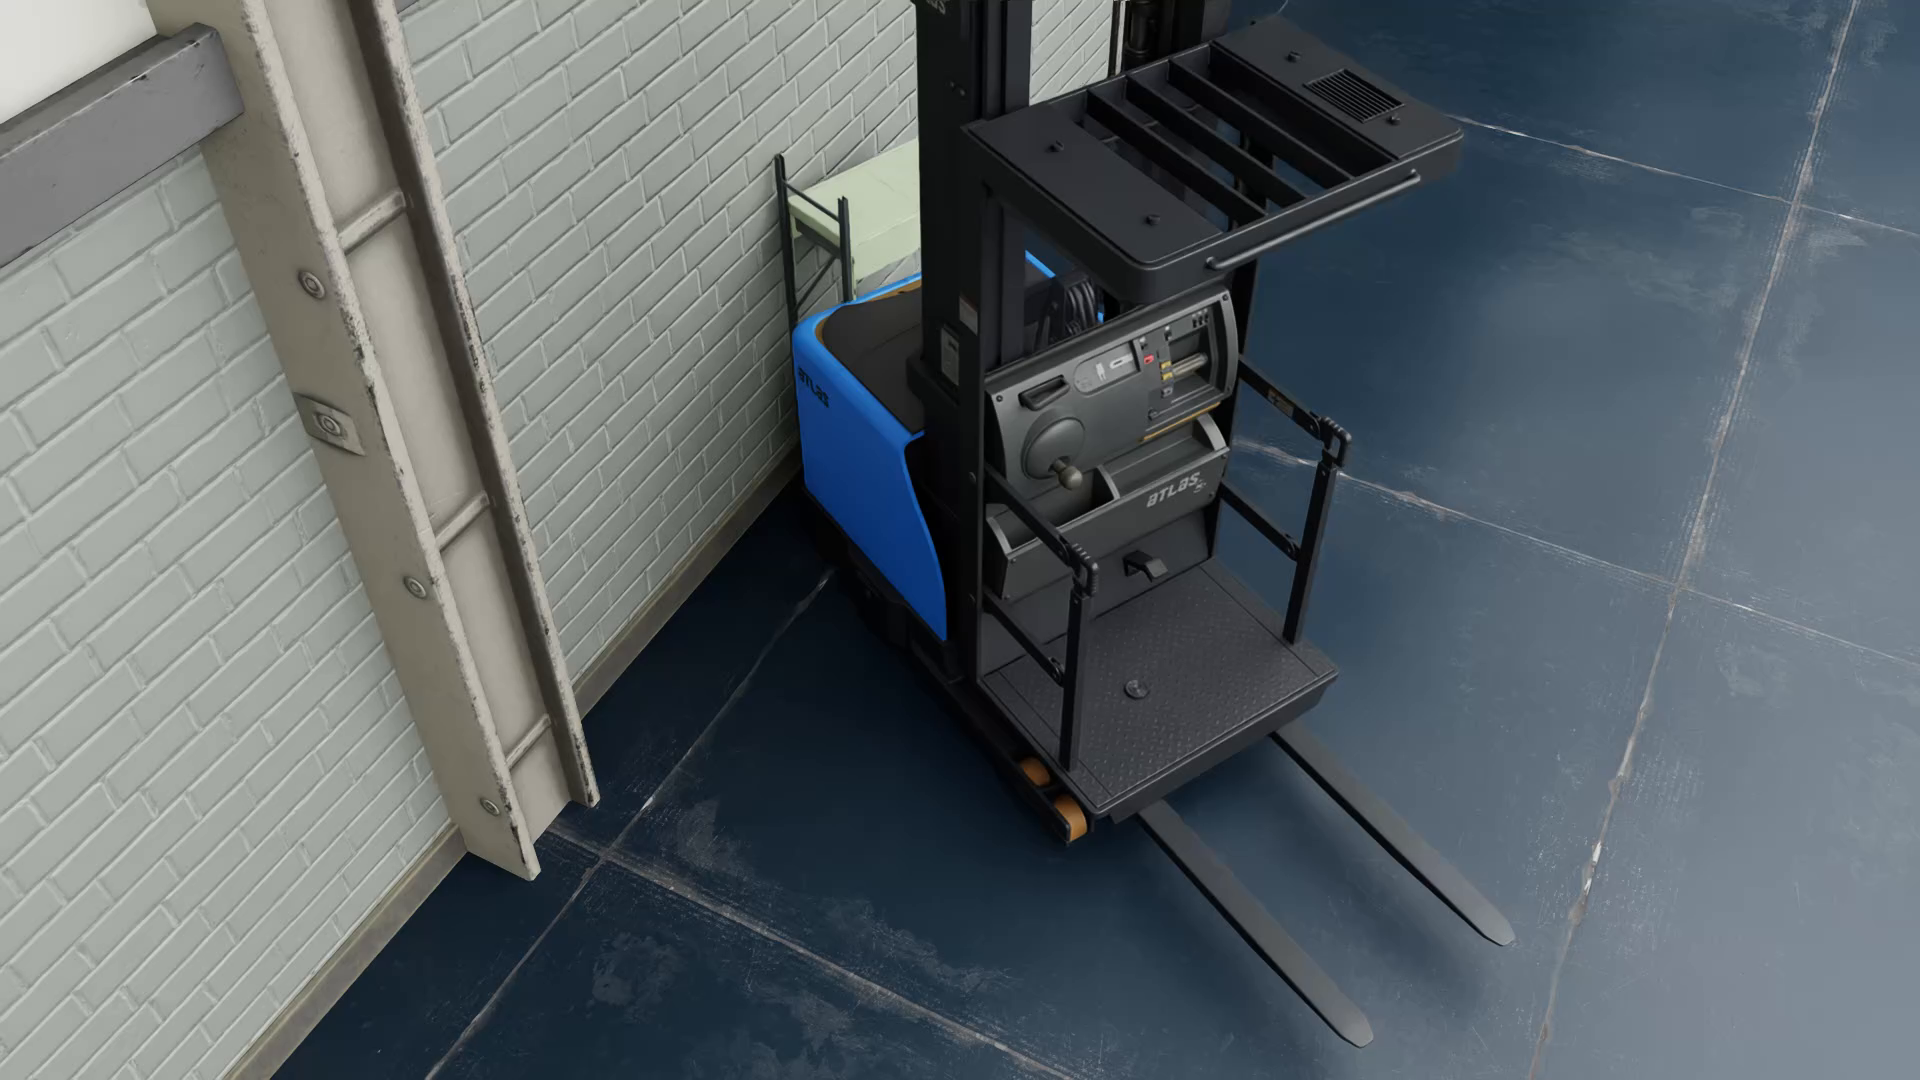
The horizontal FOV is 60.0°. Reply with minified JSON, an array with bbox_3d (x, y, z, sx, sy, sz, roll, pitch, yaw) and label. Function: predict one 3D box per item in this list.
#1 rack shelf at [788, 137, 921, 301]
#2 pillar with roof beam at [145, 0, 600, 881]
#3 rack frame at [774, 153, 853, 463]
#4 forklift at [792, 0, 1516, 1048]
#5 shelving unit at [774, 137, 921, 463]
[{"bbox_3d":[-0.259,-1.206,6.335,0.720,0.370,0.431,-32,53,-28],"label":"rack shelf"},{"bbox_3d":[2.323,-0.764,1.178,9.100,9.000,0.400,20,49,19],"label":"pillar with roof beam"},{"bbox_3d":[-0.533,-0.758,6.436,0.023,1.500,0.400,-32,53,-28],"label":"rack frame"},{"bbox_3d":[0.616,-0.385,5.070,1.130,2.935,3.031,-26,51,-23],"label":"forklift"},{"bbox_3d":[-0.260,-0.929,6.610,0.755,1.500,0.431,-32,53,-28],"label":"shelving unit"}]
